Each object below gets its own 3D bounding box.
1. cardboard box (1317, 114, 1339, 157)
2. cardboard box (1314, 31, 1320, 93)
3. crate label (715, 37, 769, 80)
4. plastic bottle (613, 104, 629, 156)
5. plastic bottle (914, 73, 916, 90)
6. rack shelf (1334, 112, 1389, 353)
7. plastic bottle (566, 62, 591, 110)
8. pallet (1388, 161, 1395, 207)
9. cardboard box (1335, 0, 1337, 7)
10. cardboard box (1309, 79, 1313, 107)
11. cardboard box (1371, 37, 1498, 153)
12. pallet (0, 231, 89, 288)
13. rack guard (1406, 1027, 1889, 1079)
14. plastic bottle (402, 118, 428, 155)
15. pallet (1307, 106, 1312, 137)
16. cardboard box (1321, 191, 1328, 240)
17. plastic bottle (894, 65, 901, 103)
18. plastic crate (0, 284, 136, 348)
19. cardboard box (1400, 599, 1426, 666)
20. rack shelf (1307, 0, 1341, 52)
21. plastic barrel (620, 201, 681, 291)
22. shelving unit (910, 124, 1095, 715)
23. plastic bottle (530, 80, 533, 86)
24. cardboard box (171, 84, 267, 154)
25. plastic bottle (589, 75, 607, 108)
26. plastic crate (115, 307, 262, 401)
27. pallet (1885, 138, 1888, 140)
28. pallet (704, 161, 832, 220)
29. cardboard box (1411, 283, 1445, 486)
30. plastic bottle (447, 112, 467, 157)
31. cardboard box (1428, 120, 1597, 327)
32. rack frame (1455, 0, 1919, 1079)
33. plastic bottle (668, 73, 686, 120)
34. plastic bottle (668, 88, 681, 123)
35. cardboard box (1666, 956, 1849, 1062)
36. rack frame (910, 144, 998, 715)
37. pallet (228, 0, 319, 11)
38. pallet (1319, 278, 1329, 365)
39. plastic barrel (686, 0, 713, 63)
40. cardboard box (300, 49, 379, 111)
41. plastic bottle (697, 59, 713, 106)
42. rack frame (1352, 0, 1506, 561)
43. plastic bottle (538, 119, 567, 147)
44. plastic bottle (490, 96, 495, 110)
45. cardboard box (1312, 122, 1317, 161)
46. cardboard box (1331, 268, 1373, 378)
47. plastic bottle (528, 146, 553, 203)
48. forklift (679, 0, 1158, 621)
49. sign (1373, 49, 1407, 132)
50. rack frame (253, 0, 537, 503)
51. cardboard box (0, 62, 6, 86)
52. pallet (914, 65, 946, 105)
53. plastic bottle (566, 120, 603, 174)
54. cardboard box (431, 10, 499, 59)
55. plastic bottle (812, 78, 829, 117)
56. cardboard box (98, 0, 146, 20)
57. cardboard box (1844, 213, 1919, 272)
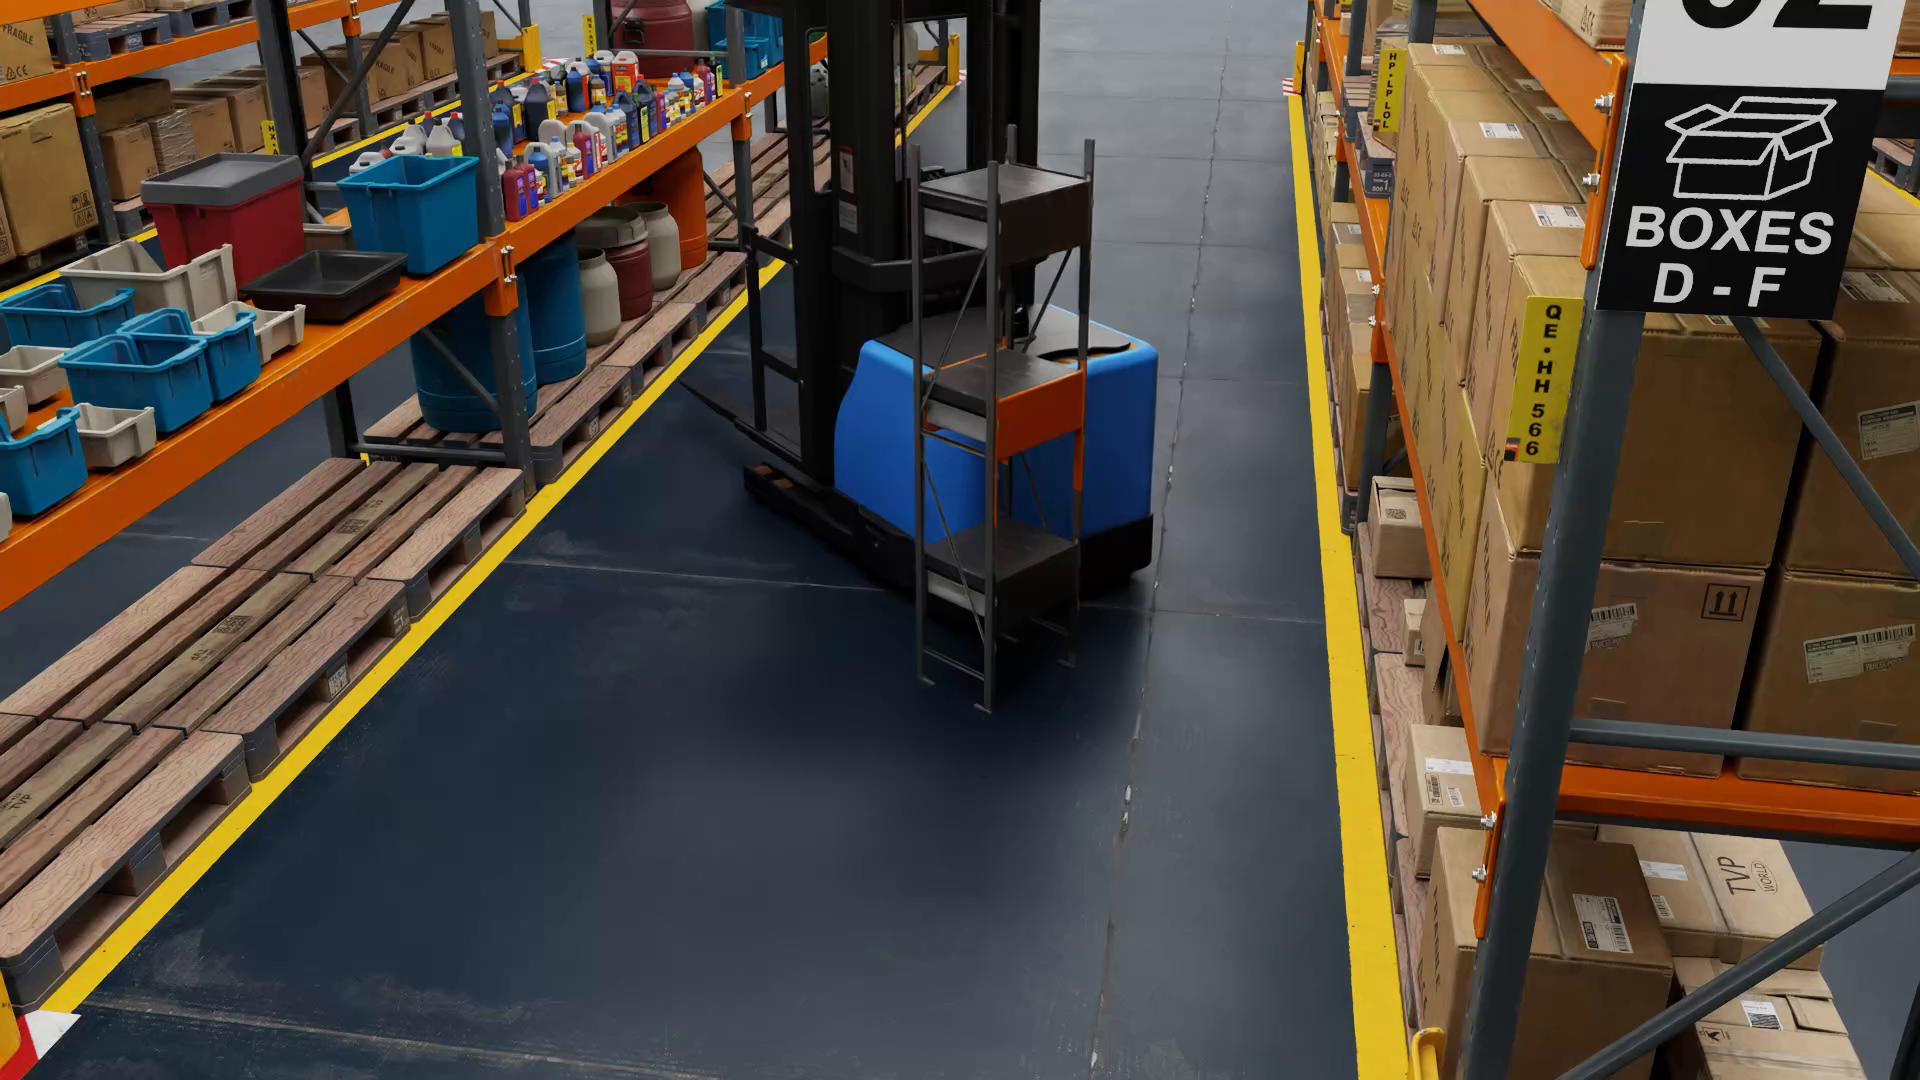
[{"bbox_3d":[3.110,-3.218,13.172,0.500,0.311,0.500,3,25,7],"label":"cardboard box"},{"bbox_3d":[3.625,-4.511,15.713,0.500,0.500,0.500,4,25,9],"label":"cardboard box"},{"bbox_3d":[-1.508,-3.346,11.558,0.303,0.233,0.416,4,25,9],"label":"crate label"},{"bbox_3d":[-1.898,-2.279,9.233,0.097,0.271,0.097,0,25,0],"label":"plastic bottle"},{"bbox_3d":[-0.507,-4.751,17.144,0.097,0.201,0.097,0,25,0],"label":"plastic bottle"},{"bbox_3d":[2.613,-1.765,8.830,1.077,0.370,4.000,4,25,9],"label":"rack shelf"},{"bbox_3d":[-2.412,-2.863,10.476,0.152,0.276,0.135,4,25,9],"label":"plastic bottle"},{"bbox_3d":[2.524,-1.494,7.629,1.003,0.211,1.213,4,25,9],"label":"pallet"},{"bbox_3d":[3.740,-5.052,14.887,0.700,0.500,0.500,4,25,8],"label":"cardboard box"},{"bbox_3d":[3.693,-4.382,16.321,0.500,0.250,0.500,4,25,9],"label":"cardboard box"},{"bbox_3d":[2.514,-2.233,8.368,0.700,0.500,0.500,-2,25,-5],"label":"cardboard box"},{"bbox_3d":[-7.036,-2.027,11.832,1.003,0.211,1.213,4,25,9],"label":"pallet"},{"bbox_3d":[1.645,1.519,3.915,1.175,0.500,0.348,4,25,9],"label":"rack guard"},{"bbox_3d":[-2.773,-1.984,8.508,0.144,0.351,0.185,4,25,9],"label":"plastic bottle"},{"bbox_3d":[3.962,-4.179,16.428,1.003,0.211,1.213,4,25,9],"label":"pallet"},{"bbox_3d":[2.866,-2.325,11.926,0.500,0.250,0.500,4,25,8],"label":"cardboard box"},{"bbox_3d":[-0.651,-4.510,16.452,0.144,0.351,0.185,4,25,8],"label":"plastic bottle"},{"bbox_3d":[-3.171,-0.754,5.949,0.416,0.233,0.300,4,25,9],"label":"plastic crate"},{"bbox_3d":[1.872,0.353,6.281,0.380,0.166,0.250,4,25,9],"label":"cardboard box"},{"bbox_3d":[3.920,-5.111,15.979,1.077,0.370,4.000,4,25,9],"label":"rack shelf"},{"bbox_3d":[-2.014,-1.887,10.682,0.421,0.512,0.421,0,25,0],"label":"plastic barrel"},{"bbox_3d":[0.149,-0.419,6.168,0.431,2.100,0.503,23,33,39],"label":"shelving unit"},{"bbox_3d":[-2.533,-2.622,9.965,0.097,0.271,0.097,0,25,0],"label":"plastic bottle"},{"bbox_3d":[-6.488,-3.667,14.477,0.700,0.500,0.500,2,25,4],"label":"cardboard box"},{"bbox_3d":[-2.286,-2.829,10.490,0.097,0.201,0.097,0,25,0],"label":"plastic bottle"},{"bbox_3d":[-2.624,-0.634,5.693,0.416,0.233,0.300,4,25,9],"label":"plastic crate"},{"bbox_3d":[8.753,-3.790,15.599,1.003,0.211,1.213,4,25,9],"label":"pallet"},{"bbox_3d":[-1.580,-2.839,13.566,1.003,0.211,1.213,4,25,9],"label":"pallet"},{"bbox_3d":[1.688,-0.469,5.095,0.500,0.500,0.500,4,25,8],"label":"cardboard box"},{"bbox_3d":[-2.600,-2.051,8.651,0.144,0.351,0.185,4,25,9],"label":"plastic bottle"},{"bbox_3d":[1.680,-0.928,4.896,0.500,0.500,0.500,5,26,10],"label":"cardboard box"},{"bbox_3d":[1.636,0.419,3.316,0.949,2.616,0.053,4,25,9],"label":"rack frame"},{"bbox_3d":[-1.730,-2.708,10.150,0.097,0.271,0.097,0,25,0],"label":"plastic bottle"},{"bbox_3d":[-1.746,-2.636,10.078,0.097,0.201,0.097,0,25,0],"label":"plastic bottle"},{"bbox_3d":[2.081,1.247,4.371,0.380,0.166,0.250,4,25,9],"label":"cardboard box"},{"bbox_3d":[-0.022,-0.345,6.011,0.400,2.100,0.015,23,33,39],"label":"rack frame"},{"bbox_3d":[-6.448,-4.891,14.888,1.003,0.211,1.213,4,25,9],"label":"pallet"},{"bbox_3d":[2.780,-1.354,10.395,1.003,0.211,1.213,4,25,9],"label":"pallet"},{"bbox_3d":[-1.989,-3.767,12.129,0.421,0.512,0.421,0,25,0],"label":"plastic barrel"},{"bbox_3d":[-6.074,-4.510,16.301,0.500,0.500,0.500,3,25,7],"label":"cardboard box"},{"bbox_3d":[-1.629,-2.924,10.595,0.061,0.283,0.133,4,25,9],"label":"plastic bottle"},{"bbox_3d":[2.286,-1.254,6.891,1.000,3.000,0.127,4,25,9],"label":"rack frame"},{"bbox_3d":[-2.147,-2.108,8.861,0.152,0.276,0.135,4,25,9],"label":"plastic bottle"},{"bbox_3d":[-2.660,-2.350,9.370,0.061,0.283,0.133,4,25,9],"label":"plastic bottle"},{"bbox_3d":[3.283,-3.393,14.209,0.500,0.250,0.500,3,25,7],"label":"cardboard box"},{"bbox_3d":[2.336,-1.176,9.154,0.500,0.500,0.500,3,25,7],"label":"cardboard box"},{"bbox_3d":[-2.081,-1.810,8.231,0.097,0.271,0.097,0,25,0],"label":"plastic bottle"},{"bbox_3d":[-0.404,-1.563,7.631,1.130,2.935,3.031,-16,30,-31],"label":"forklift"},{"bbox_3d":[1.738,-1.815,6.724,0.100,0.325,0.005,4,25,9],"label":"sign"},{"bbox_3d":[-2.600,-1.599,7.627,1.000,3.000,0.127,4,25,9],"label":"rack frame"},{"bbox_3d":[-6.756,-3.229,10.991,0.500,0.500,0.500,4,25,8],"label":"cardboard box"},{"bbox_3d":[-0.743,-4.980,18.141,1.003,0.211,1.213,4,25,9],"label":"pallet"},{"bbox_3d":[-1.997,-2.097,8.838,0.152,0.276,0.135,4,25,9],"label":"plastic bottle"},{"bbox_3d":[-5.644,-5.759,18.968,0.500,0.500,0.500,9,27,18],"label":"cardboard box"},{"bbox_3d":[-1.330,-4.224,15.841,0.144,0.351,0.185,4,25,9],"label":"plastic bottle"},{"bbox_3d":[-6.791,-4.319,12.826,0.700,0.500,0.500,8,26,16],"label":"cardboard box"},{"bbox_3d":[2.043,-0.466,3.909,0.500,0.500,0.500,4,25,9],"label":"cardboard box"}]
